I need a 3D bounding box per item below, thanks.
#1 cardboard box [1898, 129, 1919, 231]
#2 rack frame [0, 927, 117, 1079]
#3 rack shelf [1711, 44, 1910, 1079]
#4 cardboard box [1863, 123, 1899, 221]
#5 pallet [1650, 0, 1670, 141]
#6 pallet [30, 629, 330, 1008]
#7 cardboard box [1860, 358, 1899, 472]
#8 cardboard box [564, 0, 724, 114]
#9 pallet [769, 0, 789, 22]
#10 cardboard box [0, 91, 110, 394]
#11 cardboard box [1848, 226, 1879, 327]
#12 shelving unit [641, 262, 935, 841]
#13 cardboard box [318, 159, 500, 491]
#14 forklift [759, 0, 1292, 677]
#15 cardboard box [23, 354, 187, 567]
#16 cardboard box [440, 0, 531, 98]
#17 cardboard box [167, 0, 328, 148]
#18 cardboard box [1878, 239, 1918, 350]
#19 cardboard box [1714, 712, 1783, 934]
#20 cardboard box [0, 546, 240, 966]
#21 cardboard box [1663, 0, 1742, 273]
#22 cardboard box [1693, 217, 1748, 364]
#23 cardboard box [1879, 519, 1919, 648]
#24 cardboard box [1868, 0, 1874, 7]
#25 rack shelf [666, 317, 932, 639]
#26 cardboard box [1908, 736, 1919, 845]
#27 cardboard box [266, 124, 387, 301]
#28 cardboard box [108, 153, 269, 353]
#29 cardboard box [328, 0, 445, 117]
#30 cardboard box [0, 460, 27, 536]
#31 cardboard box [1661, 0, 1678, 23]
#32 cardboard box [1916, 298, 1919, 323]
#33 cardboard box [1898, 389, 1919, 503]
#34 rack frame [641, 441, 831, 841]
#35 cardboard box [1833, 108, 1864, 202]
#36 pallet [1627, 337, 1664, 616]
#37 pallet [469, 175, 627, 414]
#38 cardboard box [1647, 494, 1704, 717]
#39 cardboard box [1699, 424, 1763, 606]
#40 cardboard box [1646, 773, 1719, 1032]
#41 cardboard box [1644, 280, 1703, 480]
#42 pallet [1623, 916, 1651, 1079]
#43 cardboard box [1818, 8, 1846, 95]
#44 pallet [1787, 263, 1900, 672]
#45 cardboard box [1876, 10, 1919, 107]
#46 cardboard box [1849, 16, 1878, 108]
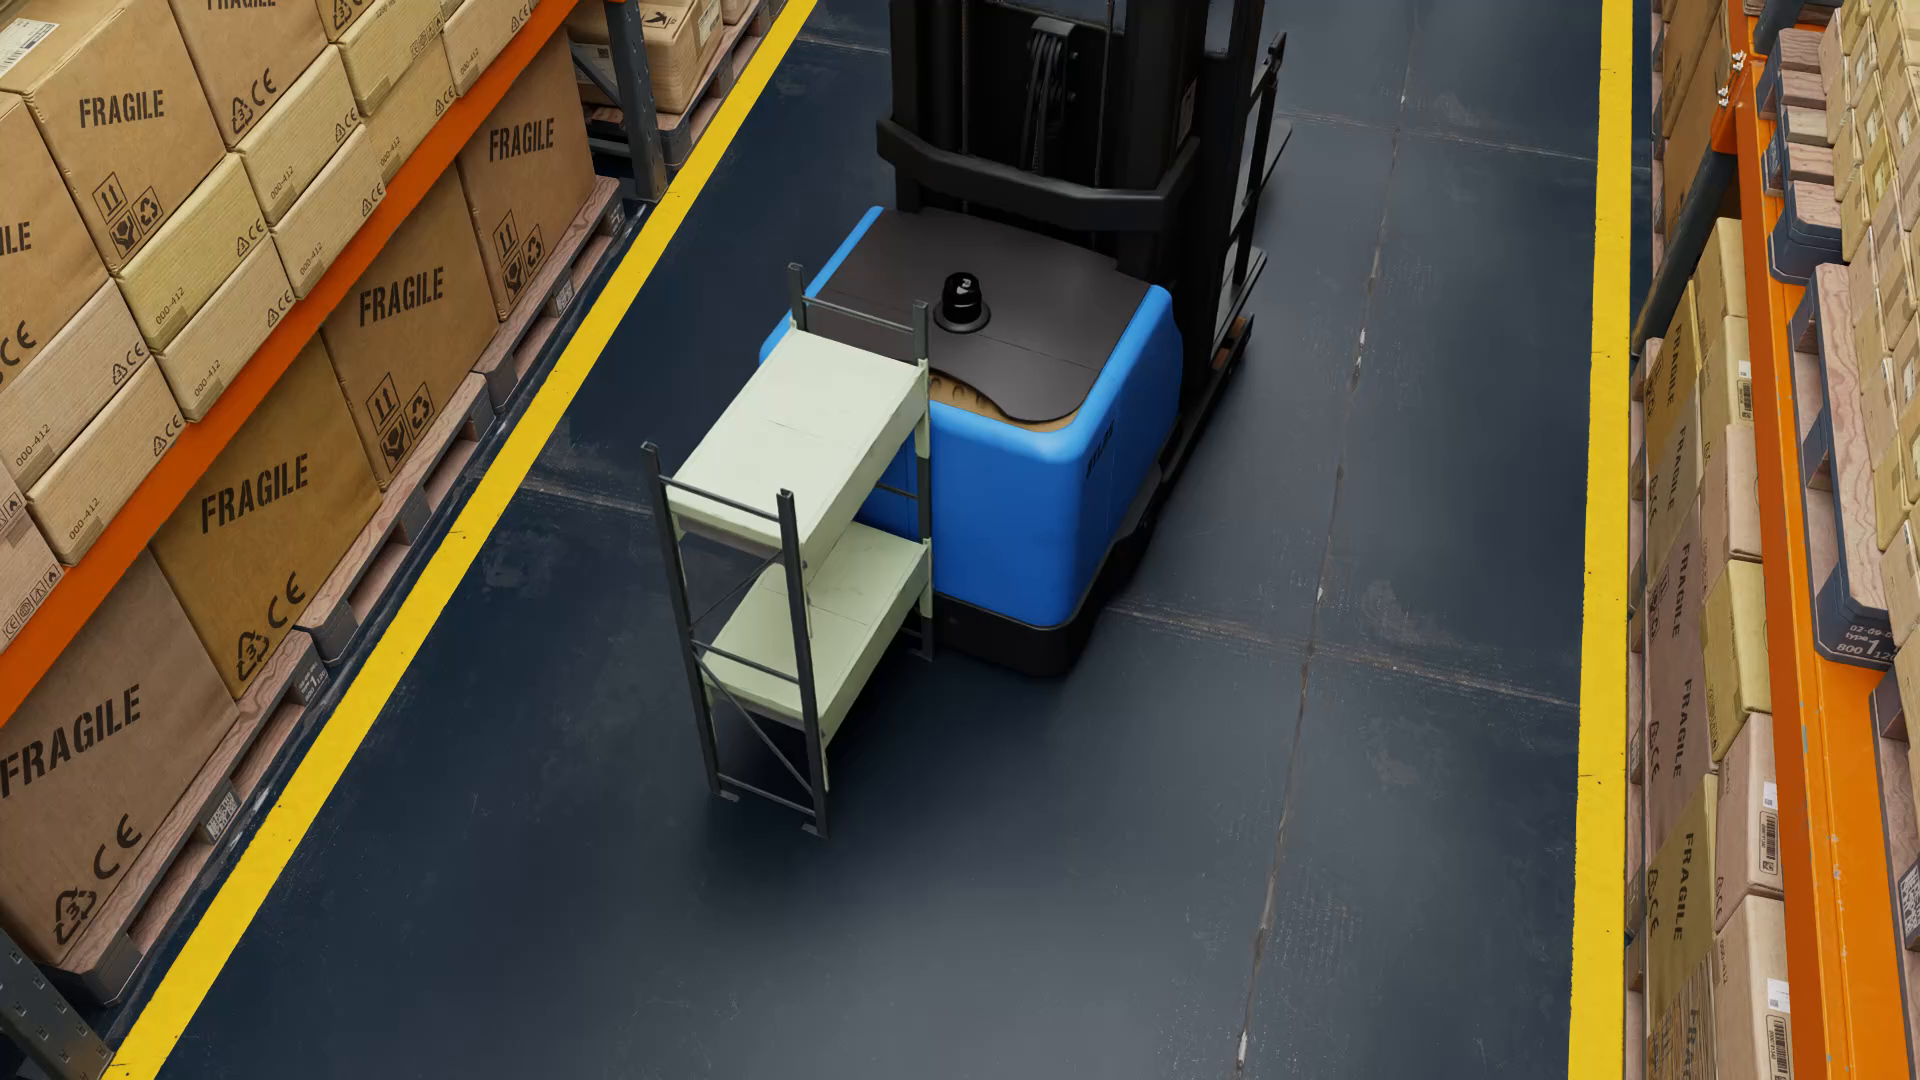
[{"bbox_3d":[2.480,-0.836,3.977,0.380,0.149,0.250,14,50,12],"label":"cardboard box"},{"bbox_3d":[-2.789,0.352,3.439,1.000,3.000,0.127,12,50,10],"label":"rack frame"},{"bbox_3d":[2.539,0.047,4.188,1.077,0.370,4.000,12,50,10],"label":"rack shelf"},{"bbox_3d":[2.542,-0.909,4.241,0.380,0.149,0.250,12,50,10],"label":"cardboard box"},{"bbox_3d":[3.669,-2.150,7.507,1.003,0.211,1.213,12,50,10],"label":"pallet"},{"bbox_3d":[-2.659,0.701,4.990,1.003,0.211,1.213,12,50,10],"label":"pallet"},{"bbox_3d":[2.336,-0.263,3.869,0.380,0.149,0.250,10,49,9],"label":"cardboard box"},{"bbox_3d":[-1.578,-2.218,7.179,0.950,0.372,0.625,9,49,7],"label":"cardboard box"},{"bbox_3d":[-1.206,-3.063,8.313,1.003,0.211,1.213,12,50,10],"label":"pallet"},{"bbox_3d":[-2.289,-0.647,3.587,0.500,0.500,0.500,11,50,10],"label":"cardboard box"},{"bbox_3d":[2.474,-0.632,4.195,0.380,0.149,0.250,13,50,11],"label":"cardboard box"},{"bbox_3d":[-0.420,0.081,4.678,0.431,1.500,0.755,19,51,16],"label":"shelving unit"},{"bbox_3d":[-2.237,-0.850,5.637,0.875,0.875,0.875,12,50,10],"label":"cardboard box"},{"bbox_3d":[0.467,-1.658,5.258,1.130,2.935,3.031,19,51,16],"label":"forklift"},{"bbox_3d":[-2.284,-0.239,4.061,0.500,0.250,0.500,10,49,9],"label":"cardboard box"},{"bbox_3d":[-1.739,-1.702,5.352,0.500,0.250,0.500,12,50,11],"label":"cardboard box"},{"bbox_3d":[-2.025,-1.385,4.238,0.500,0.500,0.500,11,49,9],"label":"cardboard box"},{"bbox_3d":[2.407,-0.550,3.924,0.380,0.149,0.250,11,50,10],"label":"cardboard box"},{"bbox_3d":[2.113,0.738,3.985,0.500,0.250,0.500,14,50,12],"label":"cardboard box"},{"bbox_3d":[-2.703,0.452,4.488,0.875,0.875,0.875,13,50,11],"label":"cardboard box"},{"bbox_3d":[3.313,-1.455,6.254,1.050,0.750,0.750,11,49,10],"label":"cardboard box"},{"bbox_3d":[2.650,-0.747,5.295,0.500,0.250,0.500,10,49,8],"label":"cardboard box"},{"bbox_3d":[2.195,0.122,3.529,0.380,0.149,0.250,10,49,8],"label":"cardboard box"},{"bbox_3d":[2.756,-1.591,4.645,0.380,0.149,0.250,12,50,10],"label":"cardboard box"},{"bbox_3d":[-0.420,-0.177,4.386,0.431,0.370,0.720,19,51,16],"label":"rack shelf"},{"bbox_3d":[2.061,0.505,3.191,0.380,0.149,0.250,11,50,10],"label":"cardboard box"},{"bbox_3d":[-1.993,-0.967,4.703,0.500,0.250,0.500,11,49,9],"label":"cardboard box"},{"bbox_3d":[-2.133,-0.769,4.195,0.500,0.250,0.500,12,50,11],"label":"cardboard box"},{"bbox_3d":[-1.865,-1.511,4.850,0.500,0.250,0.500,10,49,9],"label":"cardboard box"},{"bbox_3d":[-2.402,-0.027,3.540,0.500,0.250,0.500,10,49,9],"label":"cardboard box"},{"bbox_3d":[3.784,-2.762,7.407,1.050,0.750,0.750,12,50,10],"label":"cardboard box"},{"bbox_3d":[2.343,-0.464,3.649,0.380,0.149,0.250,11,49,10],"label":"cardboard box"},{"bbox_3d":[2.270,-0.180,3.597,0.380,0.149,0.250,12,50,10],"label":"cardboard box"},{"bbox_3d":[-0.572,0.331,4.458,0.400,1.500,0.023,19,51,16],"label":"rack frame"},{"bbox_3d":[2.612,-1.021,4.538,0.380,0.149,0.250,14,50,12],"label":"cardboard box"},{"bbox_3d":[2.858,-0.150,5.742,1.003,0.211,1.213,12,50,10],"label":"pallet"},{"bbox_3d":[-2.017,-1.063,6.548,1.003,0.211,1.213,12,50,10],"label":"pallet"},{"bbox_3d":[2.374,0.248,4.917,0.500,0.500,0.500,10,49,9],"label":"cardboard box"},{"bbox_3d":[2.374,-0.025,4.658,0.500,0.250,0.500,12,50,10],"label":"cardboard box"},{"bbox_3d":[2.100,0.988,4.265,0.500,0.500,0.500,11,49,9],"label":"cardboard box"},{"bbox_3d":[2.633,-0.488,5.567,0.500,0.500,0.500,10,49,8],"label":"cardboard box"},{"bbox_3d":[2.216,1.615,4.184,1.003,0.211,1.213,12,50,10],"label":"pallet"},{"bbox_3d":[2.753,-1.410,4.881,0.380,0.149,0.250,11,49,10],"label":"cardboard box"},{"bbox_3d":[2.584,-0.134,3.996,1.003,0.211,1.213,12,50,10],"label":"pallet"},{"bbox_3d":[2.620,-1.223,4.319,0.380,0.149,0.250,11,50,10],"label":"cardboard box"},{"bbox_3d":[2.675,-1.286,4.573,0.380,0.149,0.250,14,50,12],"label":"cardboard box"}]
